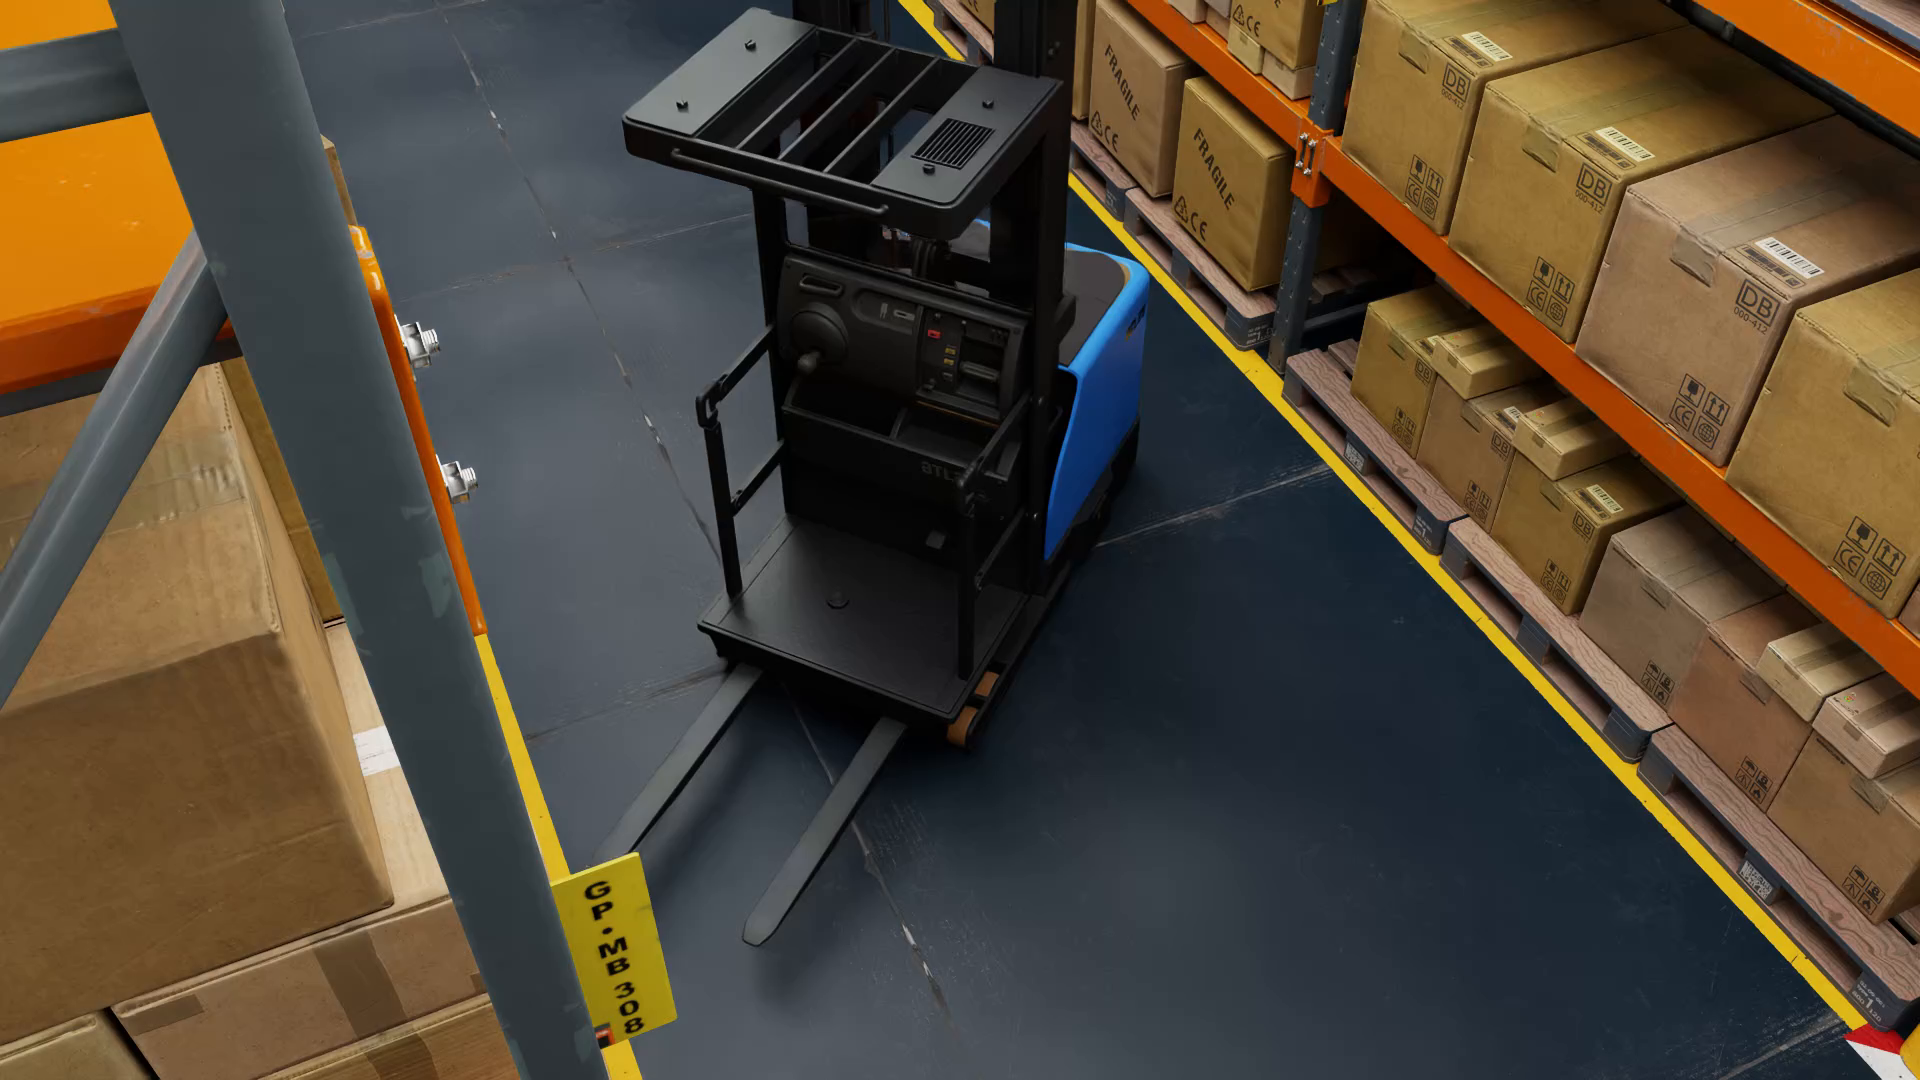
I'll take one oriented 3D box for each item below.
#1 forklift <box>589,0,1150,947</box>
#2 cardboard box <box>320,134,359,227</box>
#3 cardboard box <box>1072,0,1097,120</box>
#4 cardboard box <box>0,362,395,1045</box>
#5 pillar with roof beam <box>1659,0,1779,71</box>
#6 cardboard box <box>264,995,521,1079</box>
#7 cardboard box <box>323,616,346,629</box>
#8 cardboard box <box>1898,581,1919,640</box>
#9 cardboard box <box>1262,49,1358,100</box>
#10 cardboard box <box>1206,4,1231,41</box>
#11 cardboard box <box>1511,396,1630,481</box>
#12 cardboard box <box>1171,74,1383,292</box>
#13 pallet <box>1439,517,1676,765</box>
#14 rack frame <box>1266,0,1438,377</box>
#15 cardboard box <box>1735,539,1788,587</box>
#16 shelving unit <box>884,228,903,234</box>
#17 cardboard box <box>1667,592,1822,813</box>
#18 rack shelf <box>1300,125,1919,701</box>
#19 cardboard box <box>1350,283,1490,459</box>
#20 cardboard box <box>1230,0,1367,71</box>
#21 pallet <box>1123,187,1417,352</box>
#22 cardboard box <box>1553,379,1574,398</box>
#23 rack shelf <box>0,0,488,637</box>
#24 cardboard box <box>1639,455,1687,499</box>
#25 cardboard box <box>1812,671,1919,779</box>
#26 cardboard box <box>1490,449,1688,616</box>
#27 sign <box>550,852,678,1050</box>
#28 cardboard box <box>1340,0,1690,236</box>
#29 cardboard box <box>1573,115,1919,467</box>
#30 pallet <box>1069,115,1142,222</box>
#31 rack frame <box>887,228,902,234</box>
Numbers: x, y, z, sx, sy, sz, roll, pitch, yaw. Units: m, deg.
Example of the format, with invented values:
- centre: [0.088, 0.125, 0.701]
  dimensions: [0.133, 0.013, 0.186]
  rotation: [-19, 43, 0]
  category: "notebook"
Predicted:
- centre: [-0.309, -0.610, 5.651]
  dimensions: [1.130, 2.935, 3.031]
  rotation: [19, 48, 18]
  category: "forklift"
- centre: [-2.539, -1.118, 5.746]
  dimensions: [0.700, 0.500, 0.500]
  rotation: [-34, 54, -30]
  category: "cardboard box"
- centre: [0.821, -2.896, 9.149]
  dimensions: [0.750, 0.750, 0.750]
  rotation: [-18, 47, -18]
  category: "cardboard box"
- centre: [-1.092, 0.203, 1.859]
  dimensions: [0.700, 0.500, 0.500]
  rotation: [-18, 47, -17]
  category: "cardboard box"
- centre: [-0.877, -2.703, 3.452]
  dimensions: [9.100, 9.000, 0.400]
  rotation: [-18, 47, -17]
  category: "pillar with roof beam"
- centre: [-0.846, 0.568, 2.379]
  dimensions: [0.500, 0.250, 0.500]
  rotation: [-18, 47, -17]
  category: "cardboard box"
- centre: [-1.045, 0.067, 2.530]
  dimensions: [0.500, 0.250, 0.500]
  rotation: [-18, 47, -17]
  category: "cardboard box"
- centre: [3.408, 0.090, 4.678]
  dimensions: [0.980, 0.700, 0.700]
  rotation: [-16, 47, -16]
  category: "cardboard box"
- centre: [1.551, -2.079, 7.255]
  dimensions: [0.380, 0.149, 0.250]
  rotation: [-18, 47, -17]
  category: "cardboard box"
- centre: [1.356, -2.412, 7.592]
  dimensions: [0.380, 0.149, 0.250]
  rotation: [-17, 47, -16]
  category: "cardboard box"
- centre: [2.370, -0.409, 6.416]
  dimensions: [0.380, 0.149, 0.250]
  rotation: [-19, 48, -19]
  category: "cardboard box"
- centre: [1.559, -1.790, 8.029]
  dimensions: [0.750, 0.750, 0.750]
  rotation: [-18, 47, -17]
  category: "cardboard box"
- centre: [2.716, 0.249, 6.716]
  dimensions: [1.003, 0.211, 1.213]
  rotation: [-18, 47, -17]
  category: "pallet"
- centre: [1.950, -2.030, 7.040]
  dimensions: [1.000, 3.000, 0.127]
  rotation: [-18, 47, -17]
  category: "rack frame"
- centre: [3.055, -0.011, 6.014]
  dimensions: [0.380, 0.149, 0.250]
  rotation: [-17, 47, -17]
  category: "cardboard box"
- centre: [-0.417, -1.253, 8.251]
  dimensions: [0.258, 0.189, 1.200]
  rotation: [0, 45, 0]
  category: "shelving unit"
- centre: [3.036, 0.524, 5.933]
  dimensions: [0.700, 0.500, 0.500]
  rotation: [-18, 47, -18]
  category: "cardboard box"
- centre: [2.791, -0.499, 6.001]
  dimensions: [1.077, 0.370, 4.000]
  rotation: [-18, 47, -17]
  category: "rack shelf"
- centre: [2.171, -0.783, 7.257]
  dimensions: [0.700, 0.500, 0.500]
  rotation: [-17, 47, -17]
  category: "cardboard box"
- centre: [1.527, -2.398, 7.116]
  dimensions: [0.500, 0.500, 0.500]
  rotation: [-19, 48, -18]
  category: "cardboard box"
- centre: [1.557, -1.507, 8.496]
  dimensions: [1.003, 0.211, 1.213]
  rotation: [-18, 47, -17]
  category: "pallet"
- centre: [2.625, -0.662, 6.673]
  dimensions: [0.380, 0.149, 0.250]
  rotation: [-19, 48, -19]
  category: "cardboard box"
- centre: [-1.702, -1.168, 2.410]
  dimensions: [1.077, 0.370, 4.000]
  rotation: [-18, 47, -17]
  category: "rack shelf"
- centre: [2.840, -0.336, 6.343]
  dimensions: [0.380, 0.149, 0.250]
  rotation: [-19, 48, -18]
  category: "cardboard box"
- centre: [3.028, 0.584, 5.410]
  dimensions: [0.380, 0.149, 0.250]
  rotation: [-19, 48, -18]
  category: "cardboard box"
- centre: [2.594, -0.134, 6.600]
  dimensions: [0.700, 0.500, 0.500]
  rotation: [-17, 47, -16]
  category: "cardboard box"
- centre: [-0.369, 0.445, 1.774]
  dimensions: [0.100, 0.325, 0.005]
  rotation: [-18, 47, -17]
  category: "sign"
- centre: [2.163, -1.786, 6.580]
  dimensions: [0.980, 0.700, 0.700]
  rotation: [-17, 47, -17]
  category: "cardboard box"
- centre: [2.780, -0.859, 5.640]
  dimensions: [0.980, 0.700, 0.700]
  rotation: [-20, 48, -19]
  category: "cardboard box"
- centre: [1.040, -2.285, 9.285]
  dimensions: [1.003, 0.211, 1.213]
  rotation: [-18, 47, -17]
  category: "pallet"
- centre: [-0.417, -1.318, 8.187]
  dimensions: [0.240, 0.006, 1.200]
  rotation: [0, 45, 0]
  category: "rack frame"
